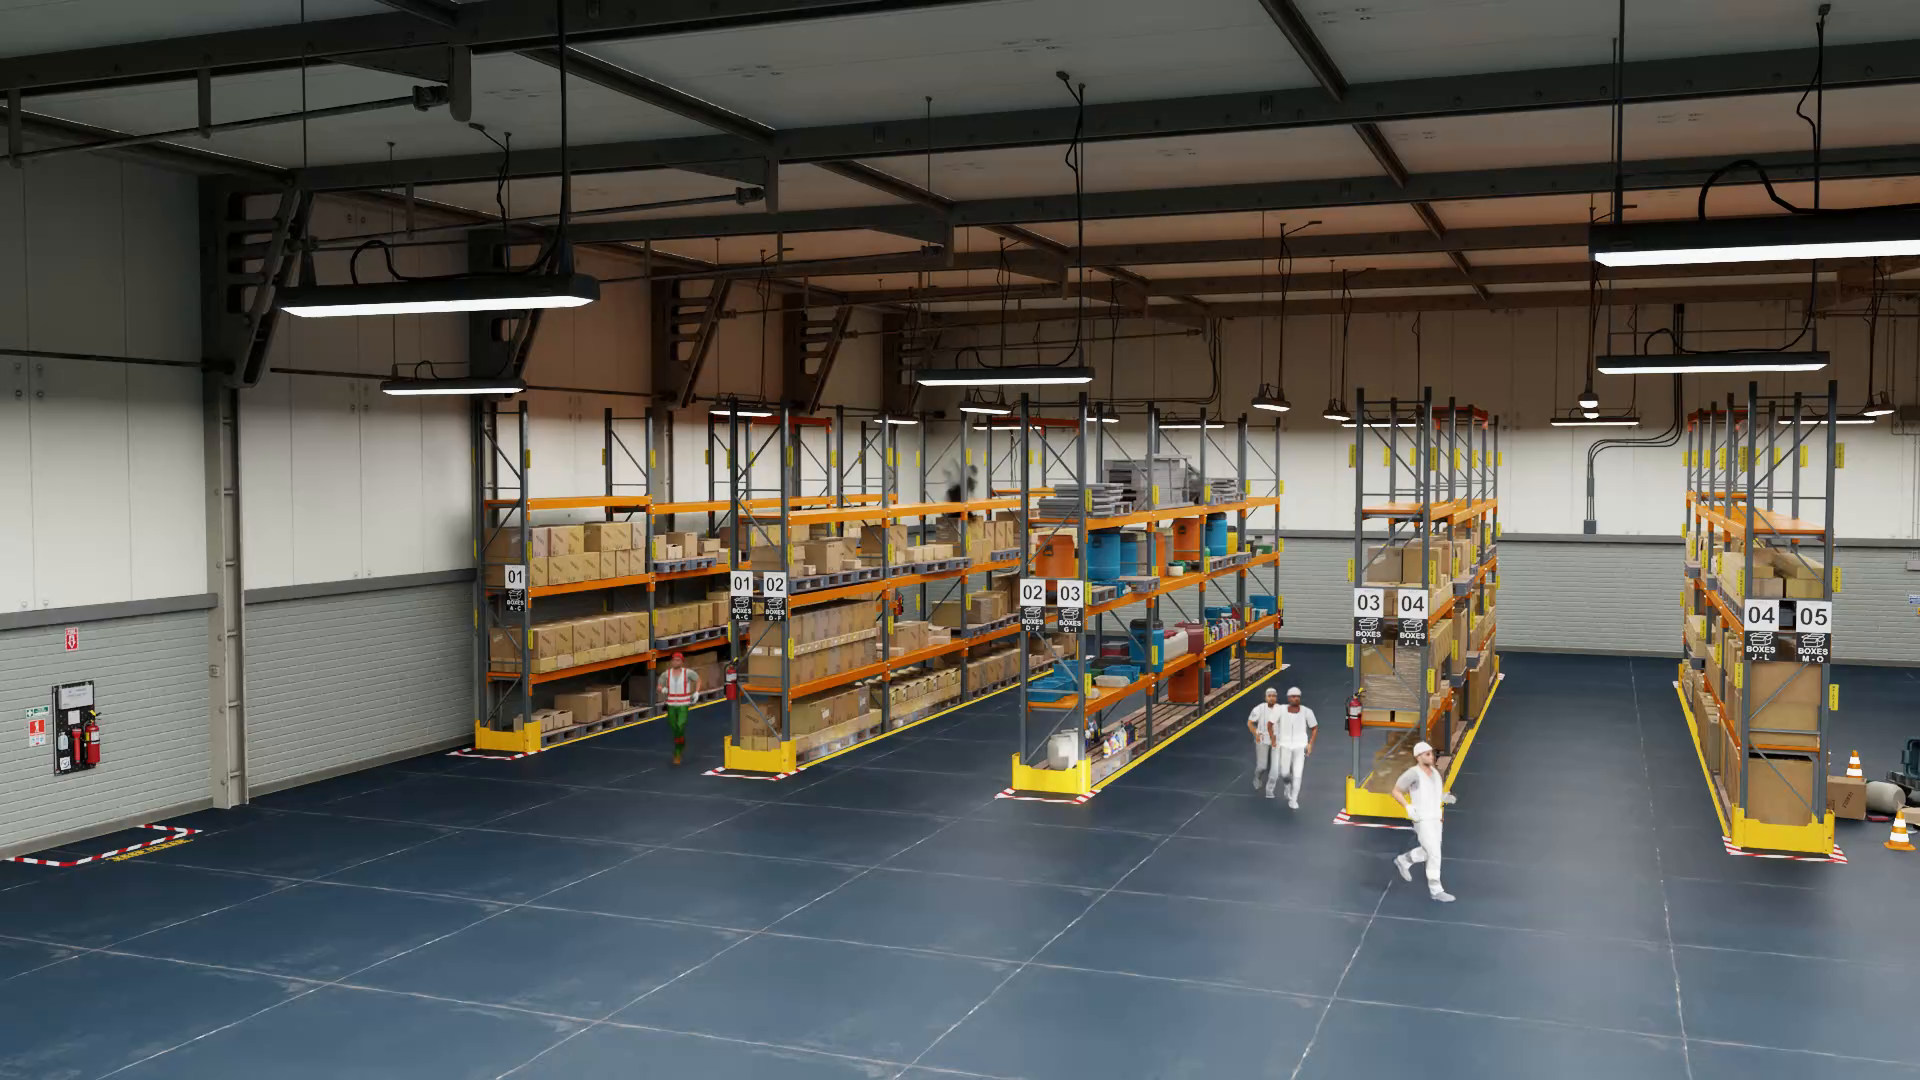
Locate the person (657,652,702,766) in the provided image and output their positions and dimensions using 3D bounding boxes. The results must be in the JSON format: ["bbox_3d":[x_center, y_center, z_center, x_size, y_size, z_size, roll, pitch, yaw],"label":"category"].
[{"bbox_3d":[-4.678,2.768,27.527,0.716,1.819,0.847,0,3,5],"label":"person"}]

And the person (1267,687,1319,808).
[{"bbox_3d":[4.783,2.981,23.931,0.731,1.728,0.529,1,3,12],"label":"person"}]

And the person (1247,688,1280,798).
[{"bbox_3d":[4.592,2.998,24.616,0.633,1.612,0.482,0,3,-2],"label":"person"}]

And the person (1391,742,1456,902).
[{"bbox_3d":[5.294,3.190,19.007,0.658,1.765,0.914,-2,3,-36],"label":"person"}]
